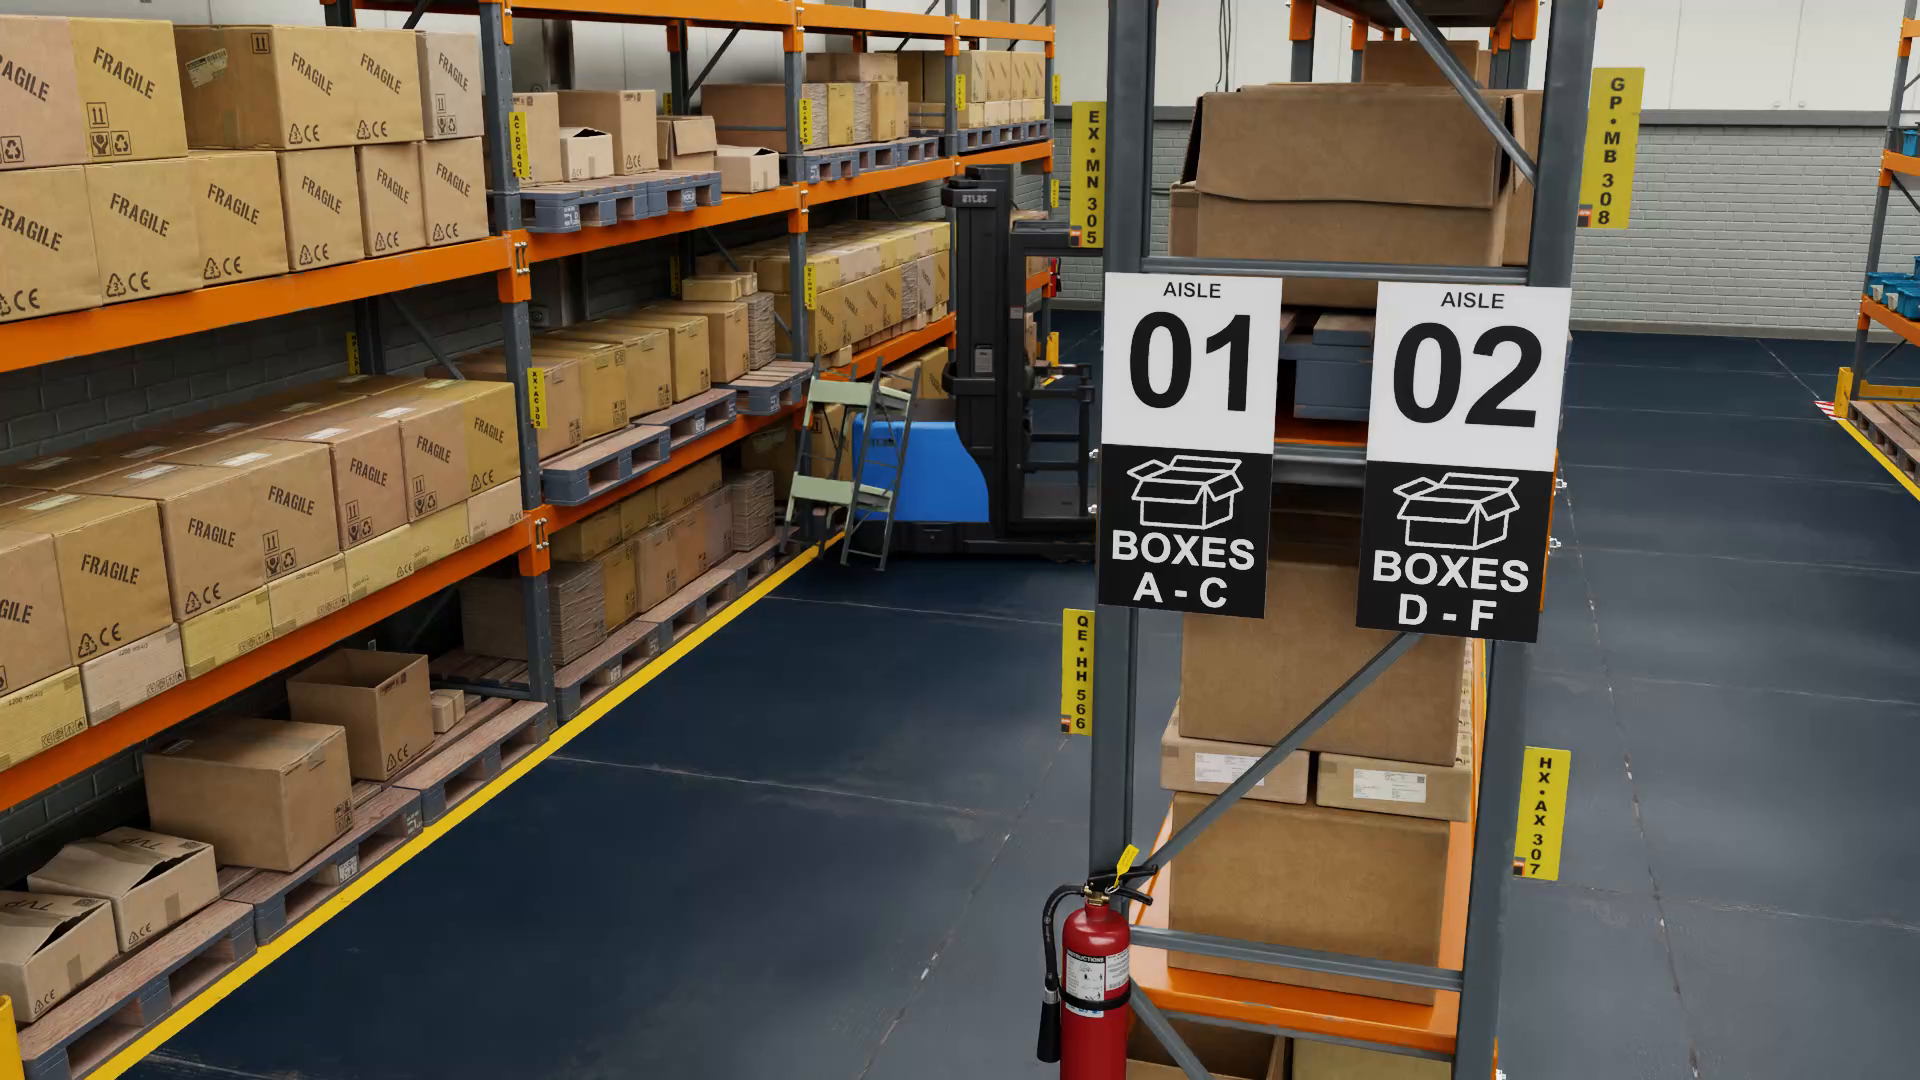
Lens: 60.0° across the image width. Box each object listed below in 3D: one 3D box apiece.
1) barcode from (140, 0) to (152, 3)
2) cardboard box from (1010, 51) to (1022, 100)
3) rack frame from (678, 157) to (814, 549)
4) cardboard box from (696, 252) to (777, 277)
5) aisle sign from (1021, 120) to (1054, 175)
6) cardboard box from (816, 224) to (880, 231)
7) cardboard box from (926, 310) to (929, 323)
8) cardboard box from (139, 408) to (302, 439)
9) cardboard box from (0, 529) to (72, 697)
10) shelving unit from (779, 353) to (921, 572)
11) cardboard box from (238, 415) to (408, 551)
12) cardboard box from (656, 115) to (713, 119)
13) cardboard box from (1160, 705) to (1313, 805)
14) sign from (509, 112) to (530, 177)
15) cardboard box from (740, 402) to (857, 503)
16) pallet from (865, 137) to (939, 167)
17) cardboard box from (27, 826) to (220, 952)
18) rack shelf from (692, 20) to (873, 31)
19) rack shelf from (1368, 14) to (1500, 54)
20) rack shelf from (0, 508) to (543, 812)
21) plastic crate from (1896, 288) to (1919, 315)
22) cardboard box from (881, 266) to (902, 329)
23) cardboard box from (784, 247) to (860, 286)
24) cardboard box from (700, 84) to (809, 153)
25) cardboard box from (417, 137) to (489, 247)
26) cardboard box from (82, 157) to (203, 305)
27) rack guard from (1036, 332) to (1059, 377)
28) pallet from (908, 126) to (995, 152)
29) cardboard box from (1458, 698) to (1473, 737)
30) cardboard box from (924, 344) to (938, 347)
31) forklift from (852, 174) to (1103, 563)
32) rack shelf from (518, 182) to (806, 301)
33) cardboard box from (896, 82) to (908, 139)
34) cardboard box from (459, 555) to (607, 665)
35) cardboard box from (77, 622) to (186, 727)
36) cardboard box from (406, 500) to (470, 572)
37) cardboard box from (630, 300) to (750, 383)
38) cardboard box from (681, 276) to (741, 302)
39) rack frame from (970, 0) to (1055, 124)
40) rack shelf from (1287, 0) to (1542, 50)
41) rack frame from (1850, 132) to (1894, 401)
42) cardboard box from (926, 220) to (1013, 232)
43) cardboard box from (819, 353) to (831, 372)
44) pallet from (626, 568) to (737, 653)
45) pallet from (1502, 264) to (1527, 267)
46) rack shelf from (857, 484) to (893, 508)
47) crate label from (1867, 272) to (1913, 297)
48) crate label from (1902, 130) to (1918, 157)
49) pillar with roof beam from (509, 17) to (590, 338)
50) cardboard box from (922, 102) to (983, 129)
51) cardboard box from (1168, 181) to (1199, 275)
[{"bbox_3d":[-3.603,-2.410,7.352,0.001,0.075,0.075,5,16,16],"label":"barcode"},{"bbox_3d":[0.376,-5.025,18.000,0.500,0.500,0.500,4,16,13],"label":"cardboard box"},{"bbox_3d":[-1.659,-1.430,12.875,1.000,3.000,0.127,5,16,16],"label":"rack frame"},{"bbox_3d":[-1.778,-2.131,13.205,0.500,0.250,0.500,5,17,17],"label":"cardboard box"},{"bbox_3d":[0.923,-4.769,19.883,0.394,0.787,0.004,5,16,16],"label":"aisle sign"},{"bbox_3d":[-1.045,-2.801,15.567,0.500,0.250,0.500,5,17,17],"label":"cardboard box"},{"bbox_3d":[-0.512,-2.123,15.741,0.380,0.149,0.250,5,17,18],"label":"cardboard box"},{"bbox_3d":[-3.427,-0.310,7.790,0.500,0.500,0.500,5,17,17],"label":"cardboard box"},{"bbox_3d":[-3.508,0.263,5.769,0.500,0.500,0.500,5,16,16],"label":"cardboard box"},{"bbox_3d":[-0.810,-0.578,12.167,0.431,1.500,0.755,11,-2,-43],"label":"shelving unit"},{"bbox_3d":[-2.923,-0.272,7.656,0.500,0.500,0.500,4,16,14],"label":"cardboard box"},{"bbox_3d":[-2.084,-2.760,11.848,0.500,0.500,0.500,5,16,16],"label":"cardboard box"},{"bbox_3d":[0.744,0.571,4.447,0.380,0.149,0.250,4,16,15],"label":"cardboard box"},{"bbox_3d":[-2.273,-2.035,8.564,0.100,0.325,0.005,5,16,16],"label":"sign"},{"bbox_3d":[-1.324,-0.780,13.753,0.750,0.750,0.750,4,16,15],"label":"cardboard box"},{"bbox_3d":[-0.735,-3.584,15.322,0.805,0.209,1.217,4,16,14],"label":"pallet"},{"bbox_3d":[-3.487,1.422,6.942,0.500,0.311,0.500,6,17,20],"label":"cardboard box"},{"bbox_3d":[-1.090,-4.395,14.027,0.919,0.124,3.809,5,16,16],"label":"rack shelf"},{"bbox_3d":[3.660,-3.918,12.703,1.077,0.370,4.000,5,16,16],"label":"rack shelf"},{"bbox_3d":[-3.364,0.486,7.438,1.077,0.370,4.000,5,16,16],"label":"rack shelf"},{"bbox_3d":[9.353,-2.320,16.208,0.416,0.233,0.300,5,16,16],"label":"plastic crate"},{"bbox_3d":[-0.835,-2.141,14.616,0.500,0.500,0.500,5,17,17],"label":"cardboard box"},{"bbox_3d":[-1.130,-2.231,13.560,0.500,0.250,0.500,4,16,15],"label":"cardboard box"},{"bbox_3d":[-1.578,-3.262,12.846,0.700,0.500,0.500,3,16,12],"label":"cardboard box"},{"bbox_3d":[-2.703,-1.733,8.224,0.500,0.500,0.500,5,17,17],"label":"cardboard box"},{"bbox_3d":[-3.267,-1.180,6.276,0.500,0.500,0.500,5,17,18],"label":"cardboard box"},{"bbox_3d":[0.622,-2.327,20.617,1.175,0.500,0.348,5,16,16],"label":"rack guard"},{"bbox_3d":[-0.279,-4.090,16.919,1.003,0.211,1.213,5,16,16],"label":"pallet"},{"bbox_3d":[1.209,0.531,4.590,0.380,0.149,0.250,4,16,14],"label":"cardboard box"},{"bbox_3d":[-0.443,-1.953,17.342,0.380,0.149,0.250,5,16,16],"label":"cardboard box"},{"bbox_3d":[0.701,-1.350,12.835,3.031,2.867,1.129,1,16,3],"label":"forklift"},{"bbox_3d":[-2.227,-2.004,10.719,1.077,0.370,4.000,5,16,16],"label":"rack shelf"},{"bbox_3d":[-0.877,-3.958,15.300,0.700,0.500,0.500,4,16,13],"label":"cardboard box"},{"bbox_3d":[-2.602,0.413,10.150,0.700,0.500,0.500,5,17,18],"label":"cardboard box"},{"bbox_3d":[-3.355,0.485,6.359,0.500,0.250,0.500,4,16,14],"label":"cardboard box"},{"bbox_3d":[-2.789,-0.044,8.226,0.500,0.250,0.500,5,17,16],"label":"cardboard box"},{"bbox_3d":[-1.915,-1.418,11.842,0.700,0.500,0.500,3,16,11],"label":"cardboard box"},{"bbox_3d":[-1.805,-1.824,12.085,0.380,0.149,0.250,2,16,7],"label":"cardboard box"},{"bbox_3d":[0.615,-6.409,19.435,1.000,3.000,0.127,5,16,16],"label":"rack frame"},{"bbox_3d":[2.524,-2.871,9.013,1.077,0.370,4.000,5,16,16],"label":"rack shelf"},{"bbox_3d":[10.113,-2.755,17.545,1.000,3.000,0.127,5,16,16],"label":"rack frame"},{"bbox_3d":[0.058,-3.143,18.365,0.980,0.700,0.700,4,16,13],"label":"cardboard box"},{"bbox_3d":[-1.263,-1.452,13.377,0.380,0.149,0.250,5,17,17],"label":"cardboard box"},{"bbox_3d":[-2.231,0.434,11.413,1.003,0.211,1.213,5,16,16],"label":"pallet"},{"bbox_3d":[1.389,-0.858,5.521,1.003,0.211,1.213,5,16,16],"label":"pallet"},{"bbox_3d":[-0.851,-0.354,12.162,0.368,0.124,0.686,11,-2,-43],"label":"rack shelf"},{"bbox_3d":[9.728,-2.664,17.422,0.416,0.233,0.303,5,16,16],"label":"crate label"},{"bbox_3d":[9.541,-3.910,16.393,0.408,0.251,0.502,5,16,16],"label":"crate label"},{"bbox_3d":[1.270,-3.709,9.916,9.100,9.000,0.400,5,16,16],"label":"pillar with roof beam"},{"bbox_3d":[-0.073,-4.258,16.670,0.500,0.250,0.500,5,16,16],"label":"cardboard box"},{"bbox_3d":[0.893,-0.916,4.814,0.500,0.250,0.500,5,16,16],"label":"cardboard box"}]
